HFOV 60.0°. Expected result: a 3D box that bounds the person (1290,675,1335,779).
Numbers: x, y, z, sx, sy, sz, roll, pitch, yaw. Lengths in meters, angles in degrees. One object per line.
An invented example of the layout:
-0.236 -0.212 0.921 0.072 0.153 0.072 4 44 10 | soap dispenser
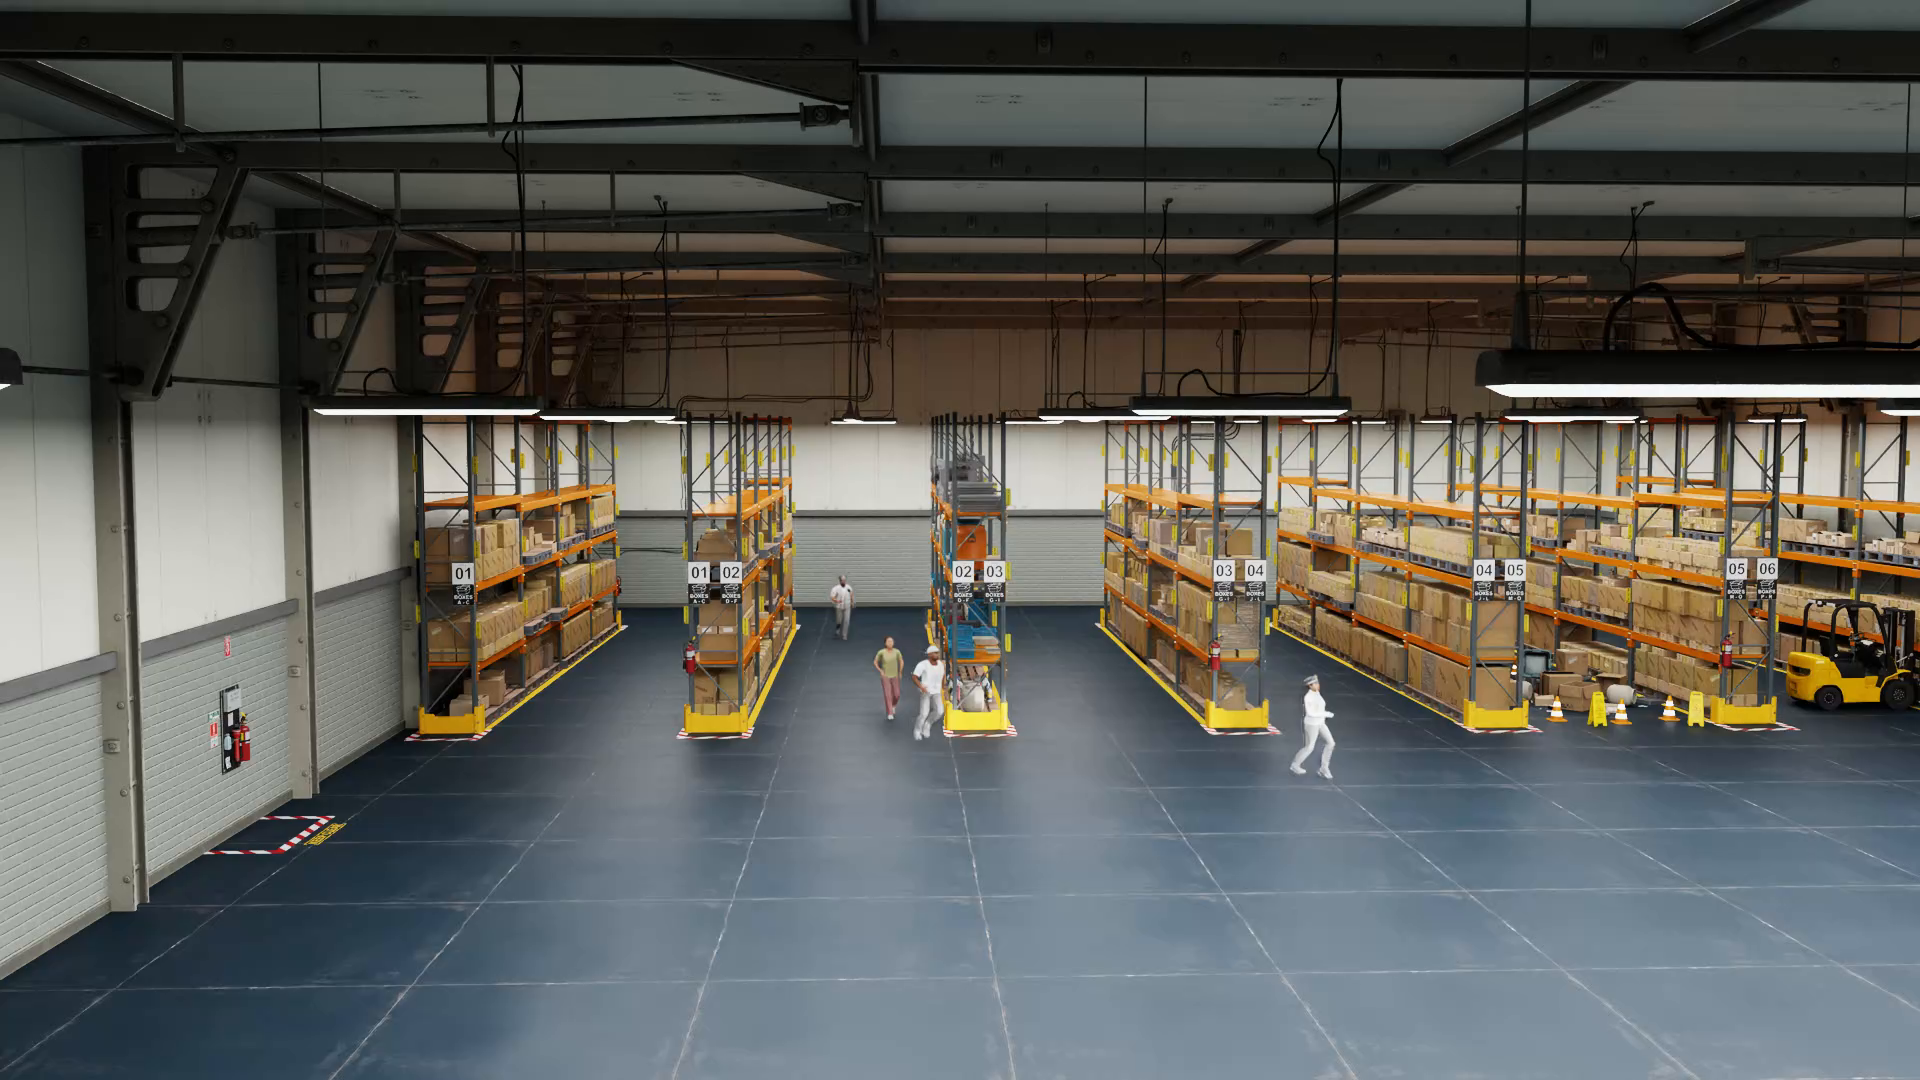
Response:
5.780 3.049 27.184 0.733 1.728 0.618 3 5 35 | person

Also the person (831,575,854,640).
-3.158 1.800 44.784 0.664 1.746 0.752 -1 4 -17 | person

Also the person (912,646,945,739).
-0.515 2.794 30.462 0.766 1.699 0.567 -2 5 -32 | person

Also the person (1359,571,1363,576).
11.344 1.717 46.951 0.542 1.680 0.716 -1 4 -20 | person

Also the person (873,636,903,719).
-1.397 2.686 32.595 0.596 1.633 0.544 -1 4 -11 | person
